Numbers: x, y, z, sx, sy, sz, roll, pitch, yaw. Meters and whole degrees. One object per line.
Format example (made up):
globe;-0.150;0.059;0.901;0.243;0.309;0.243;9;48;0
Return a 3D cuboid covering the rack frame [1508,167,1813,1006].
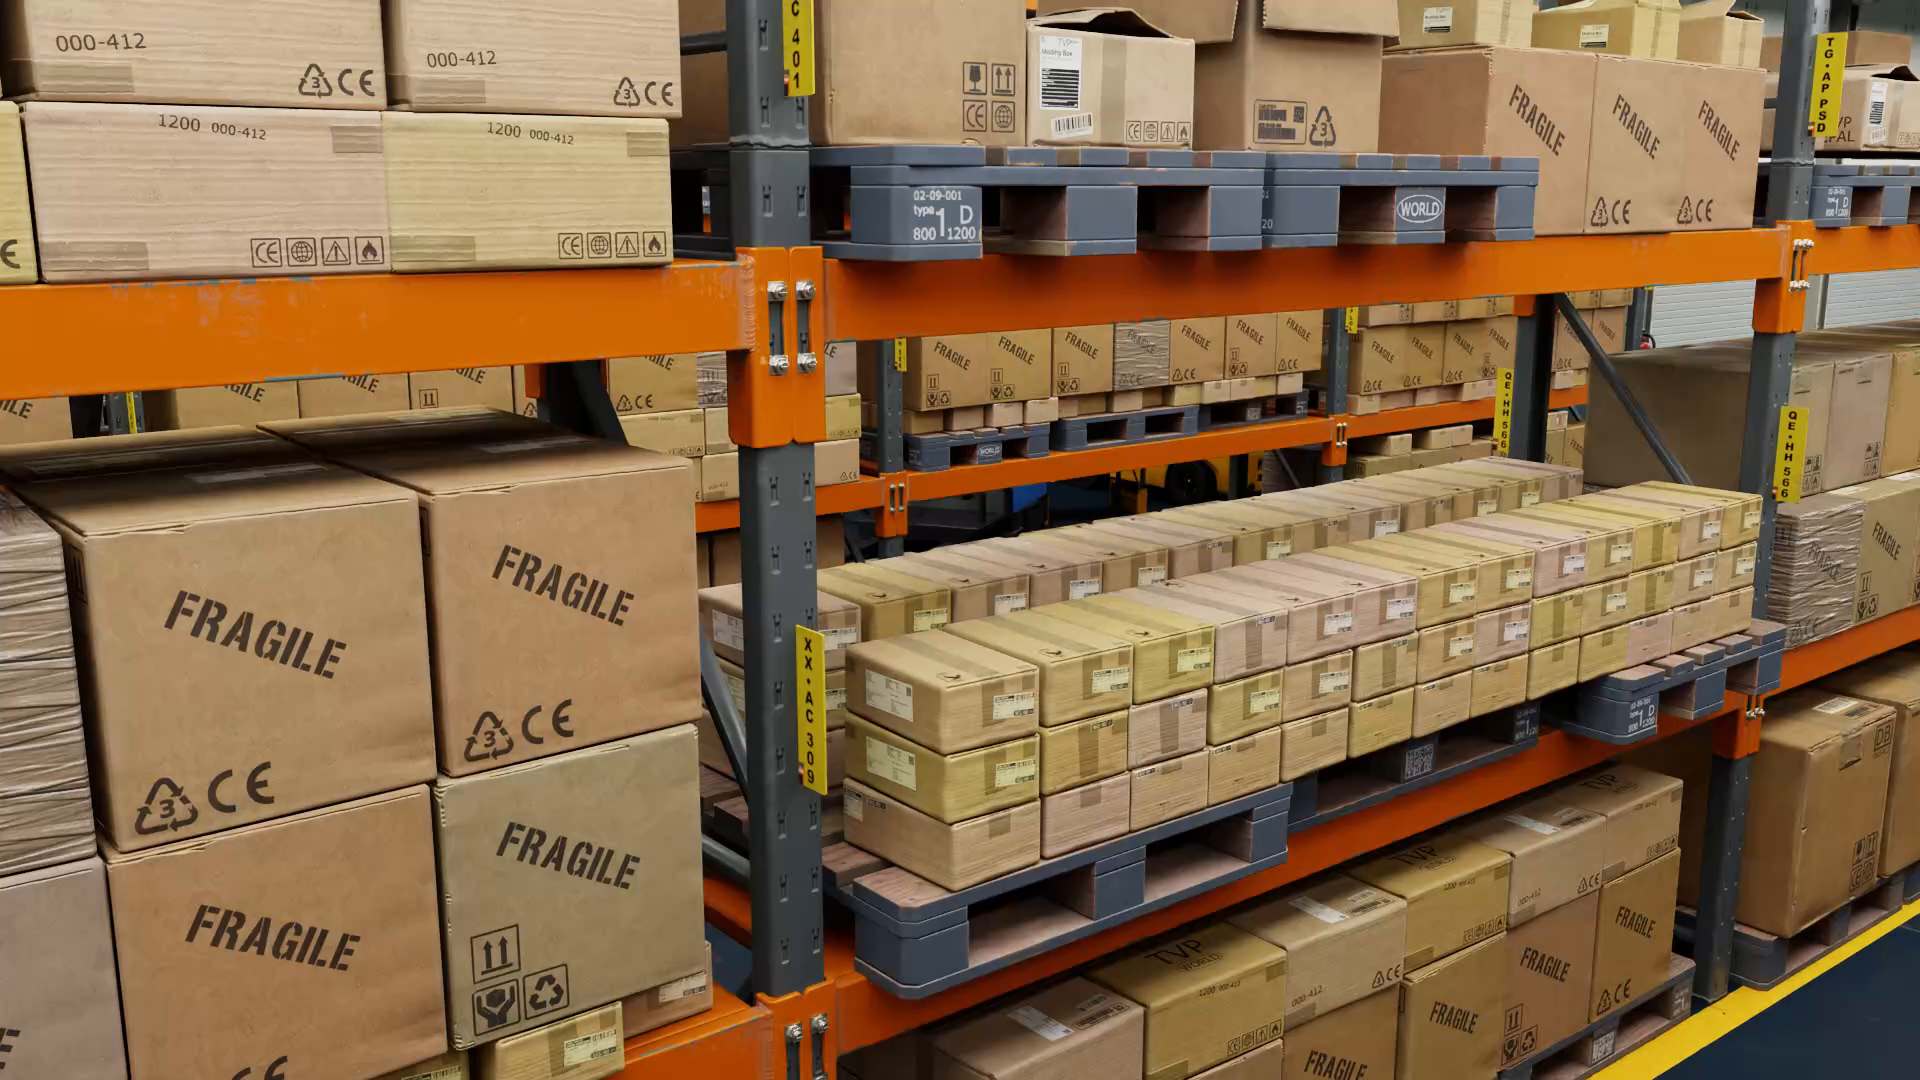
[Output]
rack frame;2.486;0.150;6.200;0.127;3.000;1.000;-9;15;-38

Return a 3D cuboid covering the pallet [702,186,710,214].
pallet;-2.027;-1.777;8.507;1.213;0.211;1.003;-9;15;-35

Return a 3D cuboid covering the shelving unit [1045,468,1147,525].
shelving unit;1.098;-0.964;15.056;1.083;1.500;0.587;-5;13;-23

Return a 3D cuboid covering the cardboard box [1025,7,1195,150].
cardboard box;0.181;-1.040;3.787;0.500;0.311;0.500;-10;15;-38

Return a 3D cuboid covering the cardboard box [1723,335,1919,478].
cardboard box;3.636;-0.577;6.977;0.500;0.500;0.700;-10;15;-39

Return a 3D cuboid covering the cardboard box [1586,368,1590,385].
cardboard box;5.274;-1.421;14.202;0.250;0.149;0.380;-10;15;-38

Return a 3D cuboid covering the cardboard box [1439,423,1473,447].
cardboard box;3.811;-0.845;13.127;0.250;0.149;0.380;-8;15;-34

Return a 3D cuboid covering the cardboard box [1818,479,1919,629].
cardboard box;3.400;0.020;6.570;0.500;0.500;0.500;-10;15;-38

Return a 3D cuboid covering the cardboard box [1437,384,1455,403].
cardboard box;3.641;-1.171;13.028;0.250;0.149;0.380;-10;15;-38

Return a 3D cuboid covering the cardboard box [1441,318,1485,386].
cardboard box;3.733;-1.497;12.999;0.500;0.500;0.500;-10;15;-38

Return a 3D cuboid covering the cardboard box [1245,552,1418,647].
cardboard box;0.966;0.151;4.356;0.250;0.149;0.380;-9;15;-36

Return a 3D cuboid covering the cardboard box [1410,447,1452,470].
cardboard box;3.478;-0.490;13.018;0.500;0.500;0.500;-9;15;-35

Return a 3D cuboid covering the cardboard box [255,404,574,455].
cardboard box;-1.142;0.005;3.521;0.500;0.500;0.500;-9;15;-36

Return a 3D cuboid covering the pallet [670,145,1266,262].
pallet;-0.089;-0.769;3.759;1.003;0.211;1.213;-9;15;-38

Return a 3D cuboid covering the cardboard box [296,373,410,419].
cardboard box;-2.906;-0.739;7.742;0.500;0.500;0.500;-10;15;-38

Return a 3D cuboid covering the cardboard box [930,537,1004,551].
cardboard box;0.333;0.272;10.943;0.625;0.372;0.950;-10;15;-39

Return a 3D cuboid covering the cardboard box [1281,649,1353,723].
cardboard box;0.771;0.328;4.240;0.250;0.149;0.380;-9;15;-35

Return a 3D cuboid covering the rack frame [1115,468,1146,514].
rack frame;1.574;-1.006;15.256;0.032;1.500;0.500;-5;13;-23

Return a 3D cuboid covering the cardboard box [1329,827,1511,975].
cardboard box;1.321;1.063;5.104;0.500;0.250;0.500;-9;15;-36

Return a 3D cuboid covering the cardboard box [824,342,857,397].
cardboard box;-0.926;-1.068;9.289;0.500;0.500;0.500;-10;16;-39

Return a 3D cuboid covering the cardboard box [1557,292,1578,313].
cardboard box;4.565;-2.112;13.490;0.500;0.500;0.700;-10;15;-38

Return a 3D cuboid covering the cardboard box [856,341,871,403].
cardboard box;-0.504;-1.143;10.324;0.500;0.500;0.500;-10;16;-39

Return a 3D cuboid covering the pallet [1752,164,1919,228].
pallet;2.955;-1.317;6.342;1.003;0.211;1.213;-9;15;-35

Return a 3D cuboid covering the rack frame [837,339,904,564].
rack frame;-0.686;-0.640;9.919;0.127;3.000;1.000;-9;15;-38

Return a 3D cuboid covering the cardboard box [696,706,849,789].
cardboard box;-0.451;0.503;4.132;0.250;0.149;0.380;-10;15;-39

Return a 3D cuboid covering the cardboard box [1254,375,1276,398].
cardboard box;1.992;-1.098;11.673;0.250;0.149;0.380;-10;16;-39

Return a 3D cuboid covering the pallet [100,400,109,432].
pallet;-6.221;-0.917;11.689;1.213;0.211;1.003;-9;15;-38

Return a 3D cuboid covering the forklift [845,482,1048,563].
forklift;-0.202;-1.298;13.186;1.130;2.935;3.031;4;13;19

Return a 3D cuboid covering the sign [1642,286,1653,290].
sign;5.892;-2.306;14.218;0.005;0.325;0.100;-9;15;-38

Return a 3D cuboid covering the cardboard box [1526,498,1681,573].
cardboard box;1.987;-0.019;5.159;0.250;0.149;0.380;-9;15;-36

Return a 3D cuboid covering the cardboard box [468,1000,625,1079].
cardboard box;-0.848;0.918;3.187;0.250;0.149;0.380;-10;16;-39

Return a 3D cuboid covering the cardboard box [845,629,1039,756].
cardboard box;-0.043;0.319;3.565;0.250;0.149;0.380;-8;15;-35

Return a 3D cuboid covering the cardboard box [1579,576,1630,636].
cardboard box;1.778;0.162;5.022;0.250;0.149;0.380;-9;15;-38

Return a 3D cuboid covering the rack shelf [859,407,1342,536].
rack shelf;0.876;-0.547;11.216;4.000;0.370;1.077;-9;15;-38

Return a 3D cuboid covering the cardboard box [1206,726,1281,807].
cardboard box;0.564;0.509;4.103;0.250;0.149;0.380;-9;15;-37

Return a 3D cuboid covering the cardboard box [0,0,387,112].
cardboard box;-1.253;-0.802;2.622;0.500;0.250;0.500;-10;16;-40

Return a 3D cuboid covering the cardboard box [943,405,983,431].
cardboard box;-0.074;-0.765;10.105;0.250;0.149;0.380;-11;16;-41

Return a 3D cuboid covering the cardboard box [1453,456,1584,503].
cardboard box;2.000;-0.194;5.983;0.250;0.149;0.380;-9;15;-38

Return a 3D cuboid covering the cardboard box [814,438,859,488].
cardboard box;-0.918;-0.458;9.427;0.500;0.250;0.500;-10;16;-40

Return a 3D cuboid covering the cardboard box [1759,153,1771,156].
cardboard box;3.114;-1.712;6.711;0.500;0.311;0.500;-9;15;-38

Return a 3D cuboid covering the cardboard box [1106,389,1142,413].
cardboard box;0.977;-0.936;10.909;0.250;0.149;0.380;-9;15;-36

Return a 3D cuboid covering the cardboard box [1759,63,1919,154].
cardboard box;3.188;-1.586;6.118;0.500;0.311;0.500;-9;15;-38

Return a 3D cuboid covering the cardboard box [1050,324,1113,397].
cardboard box;0.623;-1.199;10.586;0.500;0.500;0.500;-9;15;-37

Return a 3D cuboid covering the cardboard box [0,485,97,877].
cardboard box;-1.645;0.223;2.494;0.500;0.500;0.500;-9;15;-36

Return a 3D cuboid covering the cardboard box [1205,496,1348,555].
cardboard box;0.979;-0.024;5.181;0.250;0.149;0.380;-9;15;-36

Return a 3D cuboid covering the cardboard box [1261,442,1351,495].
cardboard box;2.732;-0.506;13.094;0.500;0.500;0.500;-10;15;-38

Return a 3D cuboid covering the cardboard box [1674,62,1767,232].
cardboard box;2.199;-1.251;5.335;0.500;0.500;0.500;-9;15;-38

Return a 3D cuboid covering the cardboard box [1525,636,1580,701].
cardboard box;1.586;0.339;4.906;0.250;0.149;0.380;-10;16;-40

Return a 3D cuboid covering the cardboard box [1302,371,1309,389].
cardboard box;2.630;-1.451;12.783;0.500;0.500;0.500;-10;16;-39

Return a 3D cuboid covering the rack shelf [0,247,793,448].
rack shelf;-2.199;-0.187;2.296;4.000;0.370;1.077;-9;15;-38

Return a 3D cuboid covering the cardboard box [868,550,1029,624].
cardboard box;-0.034;0.144;4.392;0.250;0.149;0.380;-10;16;-39

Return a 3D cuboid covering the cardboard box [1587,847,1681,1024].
cardboard box;2.135;1.295;5.814;0.500;0.500;0.500;-10;15;-38

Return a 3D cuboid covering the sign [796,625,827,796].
sign;-0.293;0.333;3.256;0.005;0.325;0.100;-9;15;-38
